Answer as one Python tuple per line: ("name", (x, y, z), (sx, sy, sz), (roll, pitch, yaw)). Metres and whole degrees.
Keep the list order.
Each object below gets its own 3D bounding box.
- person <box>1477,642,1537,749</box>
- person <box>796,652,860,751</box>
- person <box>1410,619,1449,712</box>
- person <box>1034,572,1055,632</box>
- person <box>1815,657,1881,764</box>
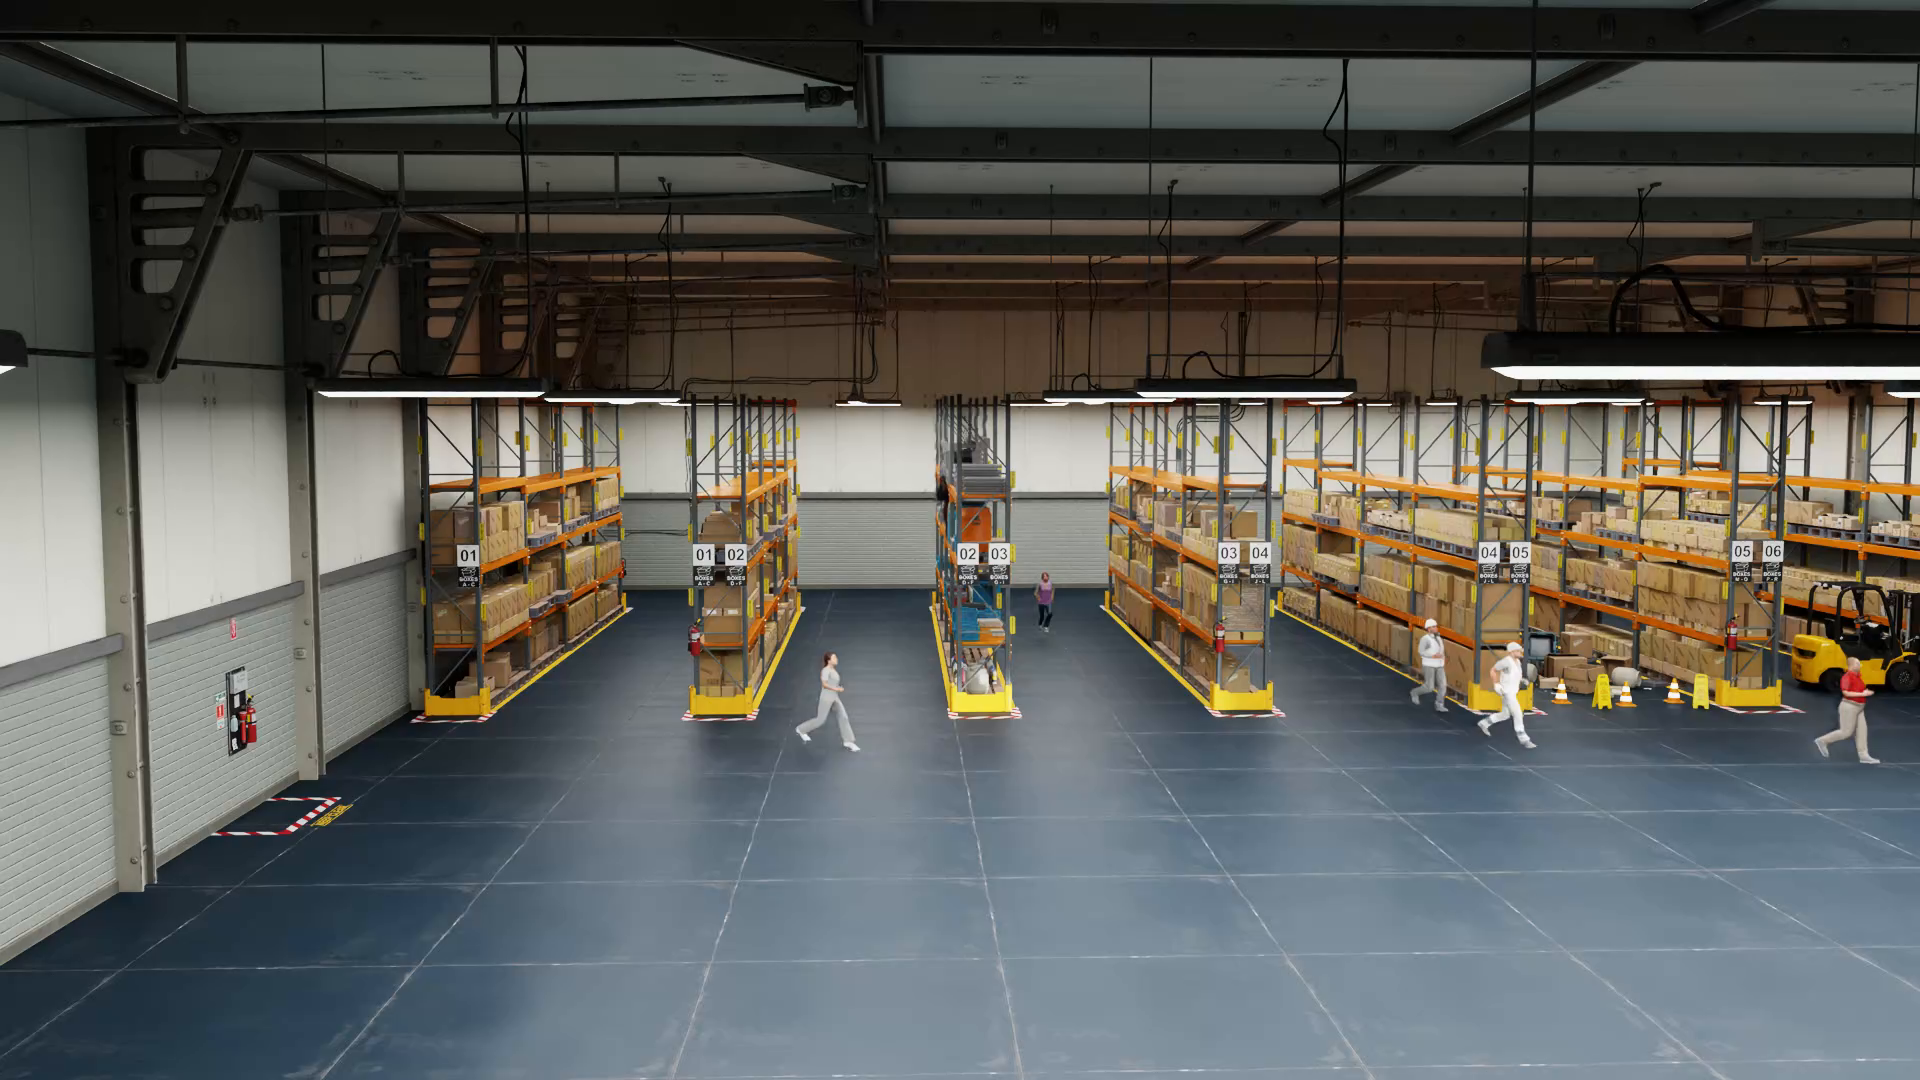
("person", (9.298, 2.606, 28.254), (1.049, 1.776, 0.667), (4, 6, 41))
("person", (-2.231, 2.703, 27.899), (1.122, 1.677, 0.535), (2, 5, 19))
("person", (8.958, 2.372, 31.557), (0.670, 1.741, 0.825), (-3, 5, -33))
("person", (2.096, 1.534, 40.937), (0.536, 1.496, 0.719), (-1, 5, -9))
("person", (14.357, 2.735, 26.809), (0.668, 1.704, 0.960), (-4, 6, -43))
